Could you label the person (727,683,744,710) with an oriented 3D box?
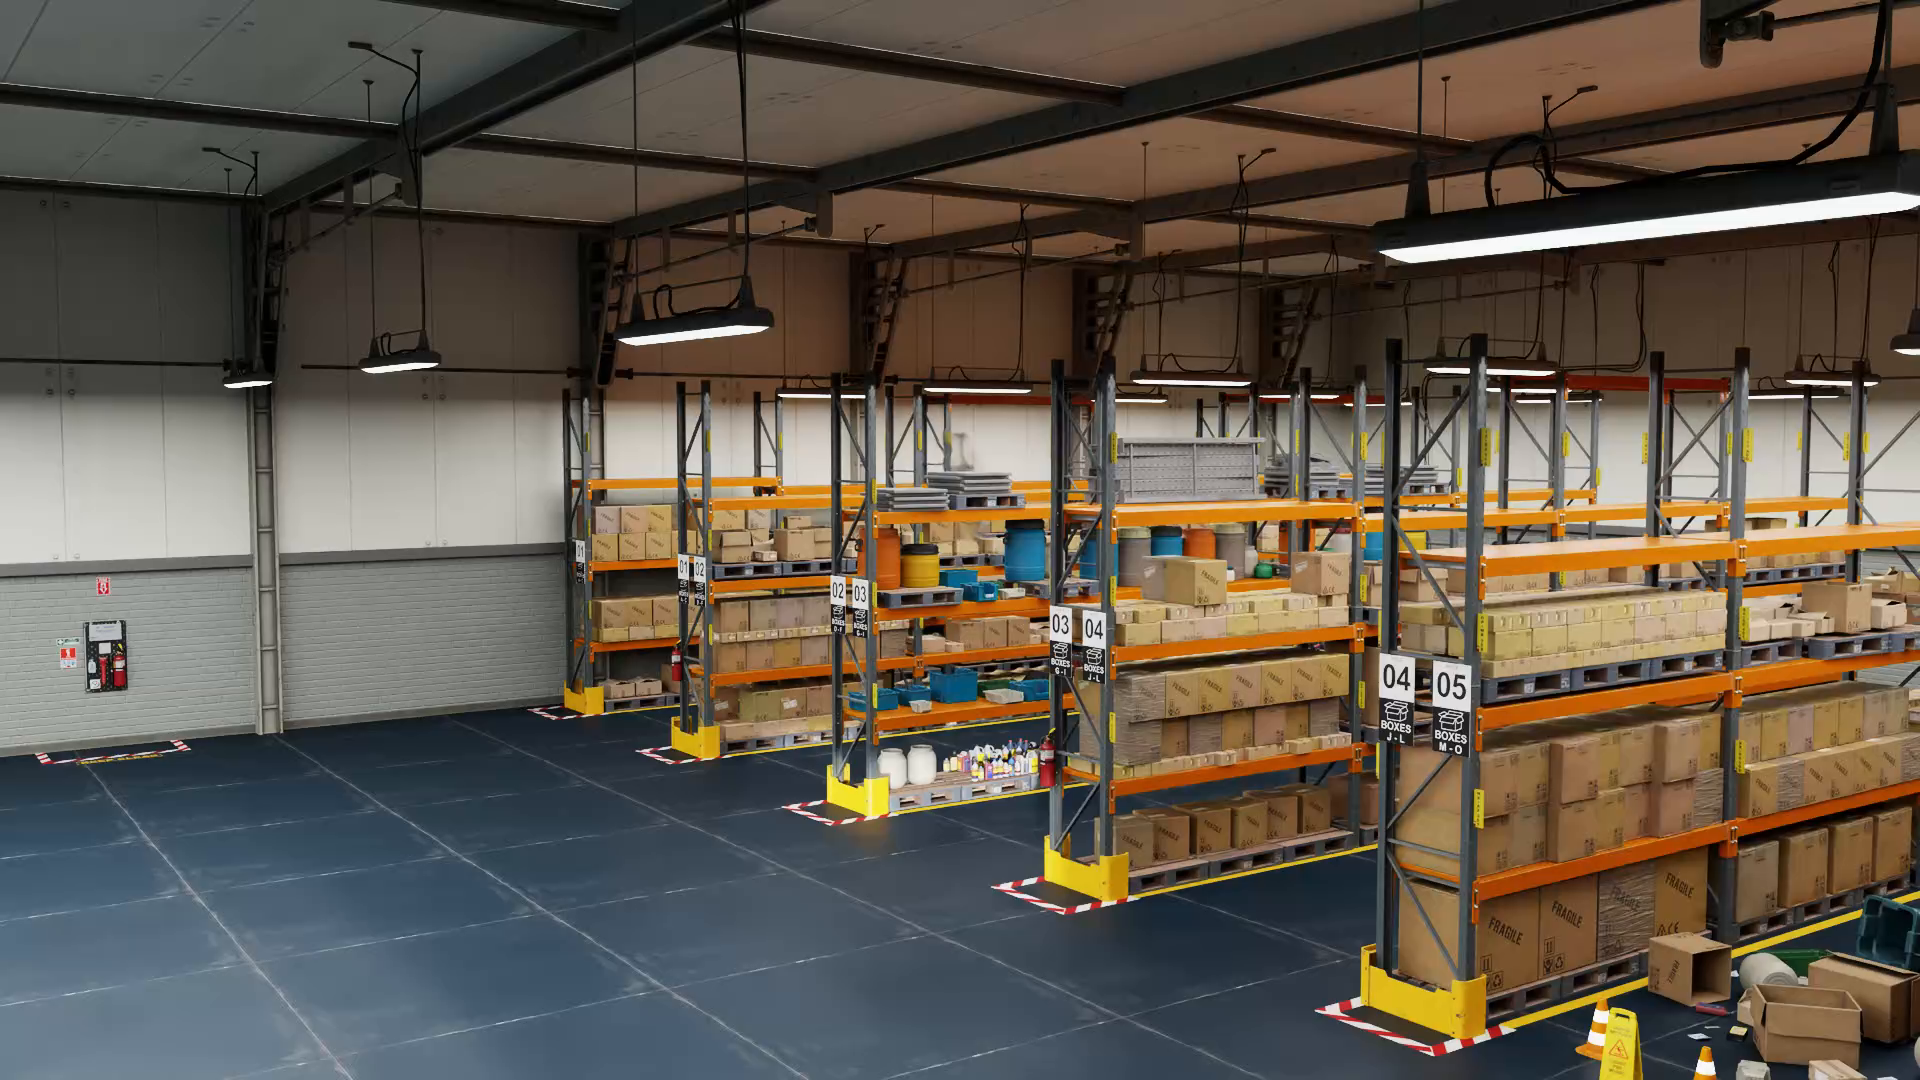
[{"bbox_3d":[-3.880,2.472,28.894,0.897,1.637,0.582,-3,5,-41],"label":"person"}]
